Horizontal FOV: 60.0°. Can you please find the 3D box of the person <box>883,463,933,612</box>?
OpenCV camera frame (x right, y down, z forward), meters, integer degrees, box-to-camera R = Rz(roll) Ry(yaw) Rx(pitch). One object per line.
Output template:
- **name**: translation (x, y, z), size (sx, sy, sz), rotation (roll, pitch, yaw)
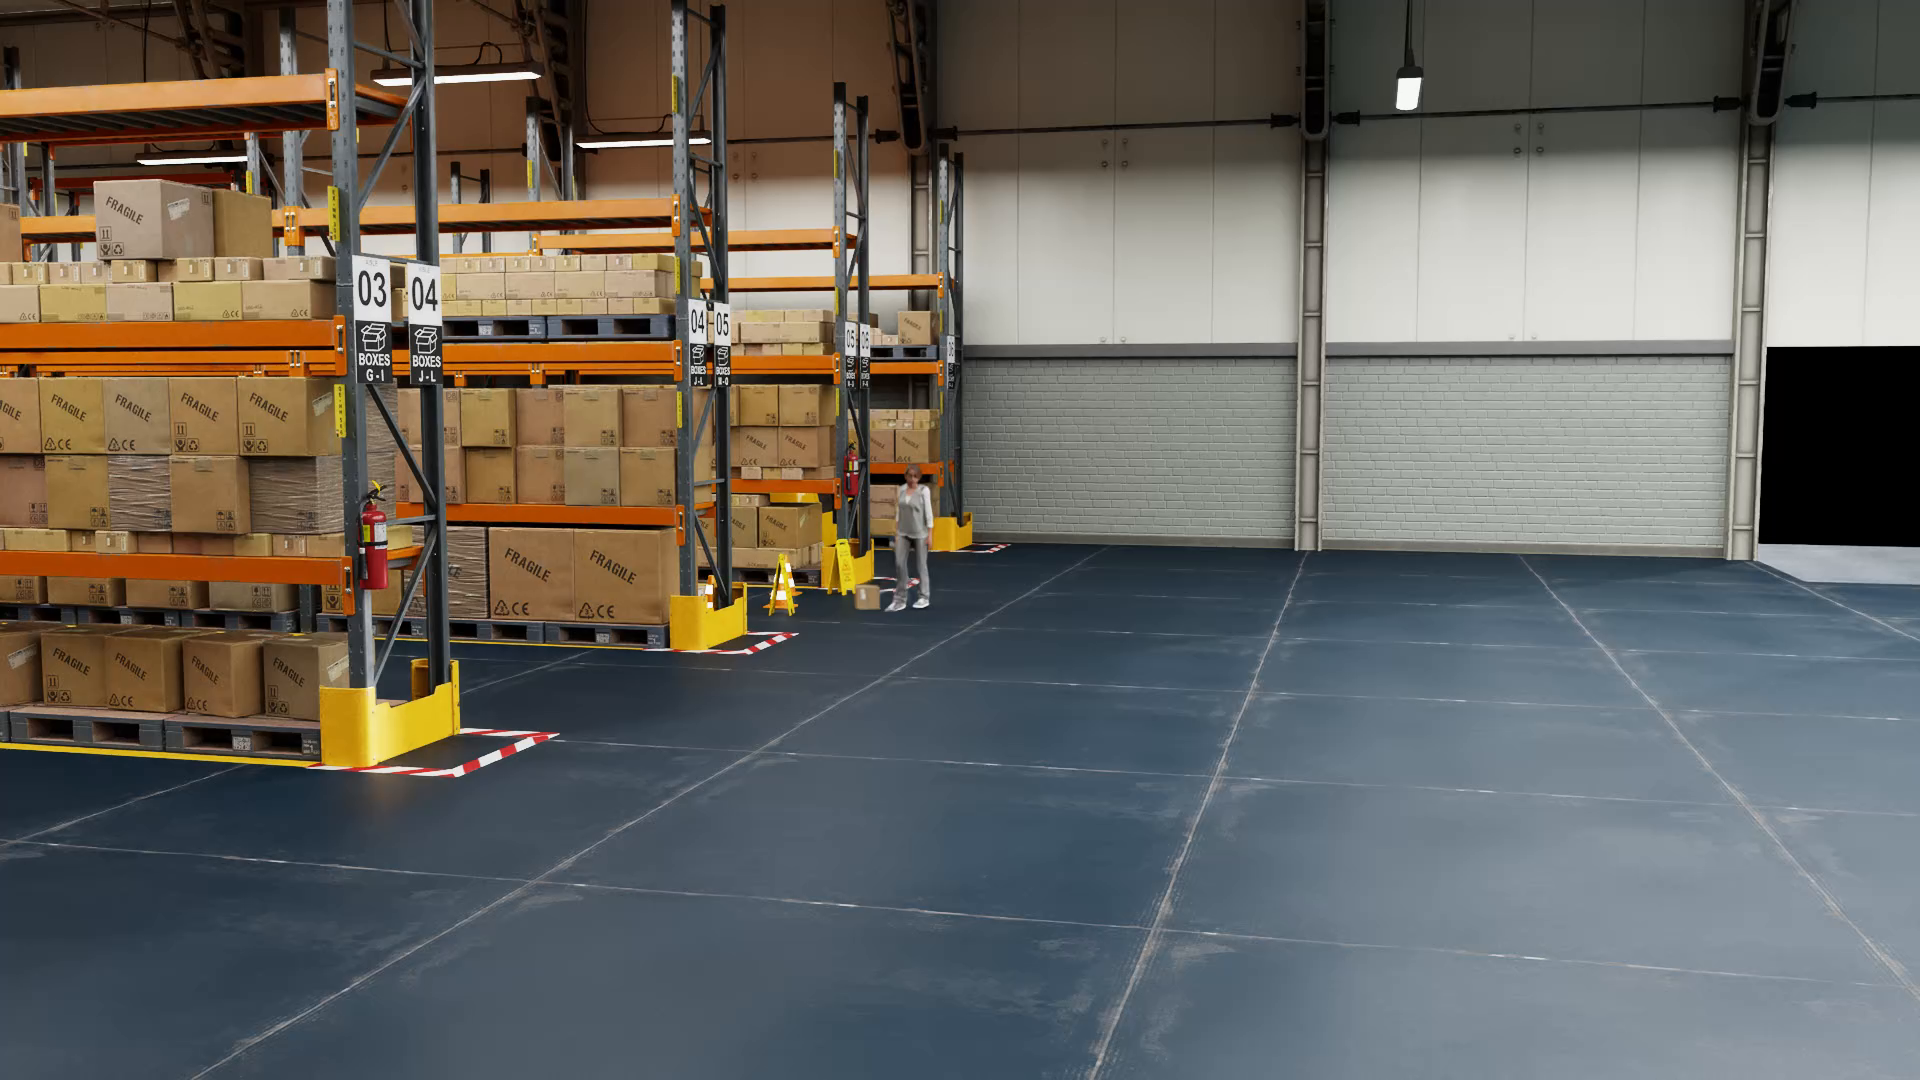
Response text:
- **person**: translation (-0.506, -0.017, 17.952), size (0.530, 1.633, 0.487), rotation (2, 5, 23)
